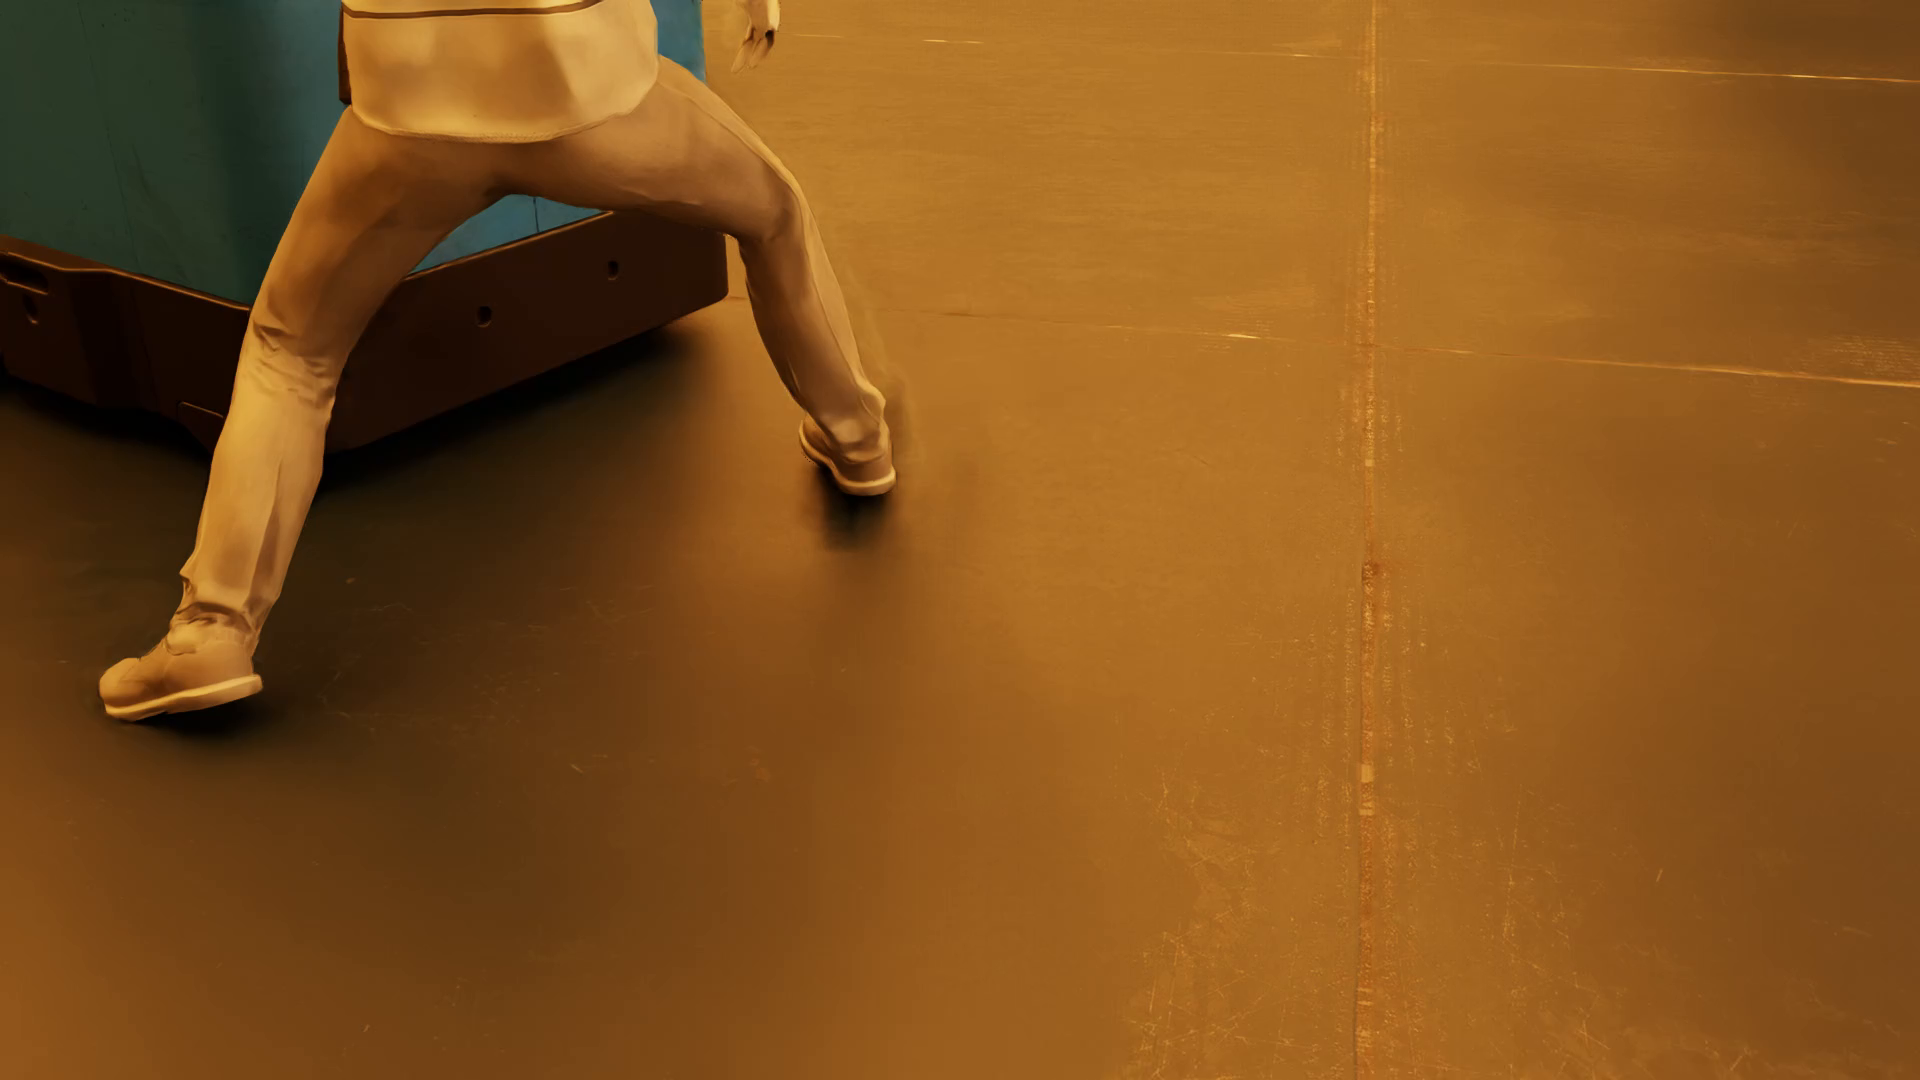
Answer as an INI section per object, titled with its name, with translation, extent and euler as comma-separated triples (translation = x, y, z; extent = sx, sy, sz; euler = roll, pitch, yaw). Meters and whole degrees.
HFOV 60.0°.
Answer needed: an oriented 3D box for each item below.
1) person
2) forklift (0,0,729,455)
[person]
translation = -0.603, -0.607, 2.098
extent = 1.001, 1.518, 0.928
euler = 0, 27, 1
[forklift]
translation = -1.971, -1.930, 3.071
extent = 3.031, 2.935, 1.130
euler = 17, 31, 30
